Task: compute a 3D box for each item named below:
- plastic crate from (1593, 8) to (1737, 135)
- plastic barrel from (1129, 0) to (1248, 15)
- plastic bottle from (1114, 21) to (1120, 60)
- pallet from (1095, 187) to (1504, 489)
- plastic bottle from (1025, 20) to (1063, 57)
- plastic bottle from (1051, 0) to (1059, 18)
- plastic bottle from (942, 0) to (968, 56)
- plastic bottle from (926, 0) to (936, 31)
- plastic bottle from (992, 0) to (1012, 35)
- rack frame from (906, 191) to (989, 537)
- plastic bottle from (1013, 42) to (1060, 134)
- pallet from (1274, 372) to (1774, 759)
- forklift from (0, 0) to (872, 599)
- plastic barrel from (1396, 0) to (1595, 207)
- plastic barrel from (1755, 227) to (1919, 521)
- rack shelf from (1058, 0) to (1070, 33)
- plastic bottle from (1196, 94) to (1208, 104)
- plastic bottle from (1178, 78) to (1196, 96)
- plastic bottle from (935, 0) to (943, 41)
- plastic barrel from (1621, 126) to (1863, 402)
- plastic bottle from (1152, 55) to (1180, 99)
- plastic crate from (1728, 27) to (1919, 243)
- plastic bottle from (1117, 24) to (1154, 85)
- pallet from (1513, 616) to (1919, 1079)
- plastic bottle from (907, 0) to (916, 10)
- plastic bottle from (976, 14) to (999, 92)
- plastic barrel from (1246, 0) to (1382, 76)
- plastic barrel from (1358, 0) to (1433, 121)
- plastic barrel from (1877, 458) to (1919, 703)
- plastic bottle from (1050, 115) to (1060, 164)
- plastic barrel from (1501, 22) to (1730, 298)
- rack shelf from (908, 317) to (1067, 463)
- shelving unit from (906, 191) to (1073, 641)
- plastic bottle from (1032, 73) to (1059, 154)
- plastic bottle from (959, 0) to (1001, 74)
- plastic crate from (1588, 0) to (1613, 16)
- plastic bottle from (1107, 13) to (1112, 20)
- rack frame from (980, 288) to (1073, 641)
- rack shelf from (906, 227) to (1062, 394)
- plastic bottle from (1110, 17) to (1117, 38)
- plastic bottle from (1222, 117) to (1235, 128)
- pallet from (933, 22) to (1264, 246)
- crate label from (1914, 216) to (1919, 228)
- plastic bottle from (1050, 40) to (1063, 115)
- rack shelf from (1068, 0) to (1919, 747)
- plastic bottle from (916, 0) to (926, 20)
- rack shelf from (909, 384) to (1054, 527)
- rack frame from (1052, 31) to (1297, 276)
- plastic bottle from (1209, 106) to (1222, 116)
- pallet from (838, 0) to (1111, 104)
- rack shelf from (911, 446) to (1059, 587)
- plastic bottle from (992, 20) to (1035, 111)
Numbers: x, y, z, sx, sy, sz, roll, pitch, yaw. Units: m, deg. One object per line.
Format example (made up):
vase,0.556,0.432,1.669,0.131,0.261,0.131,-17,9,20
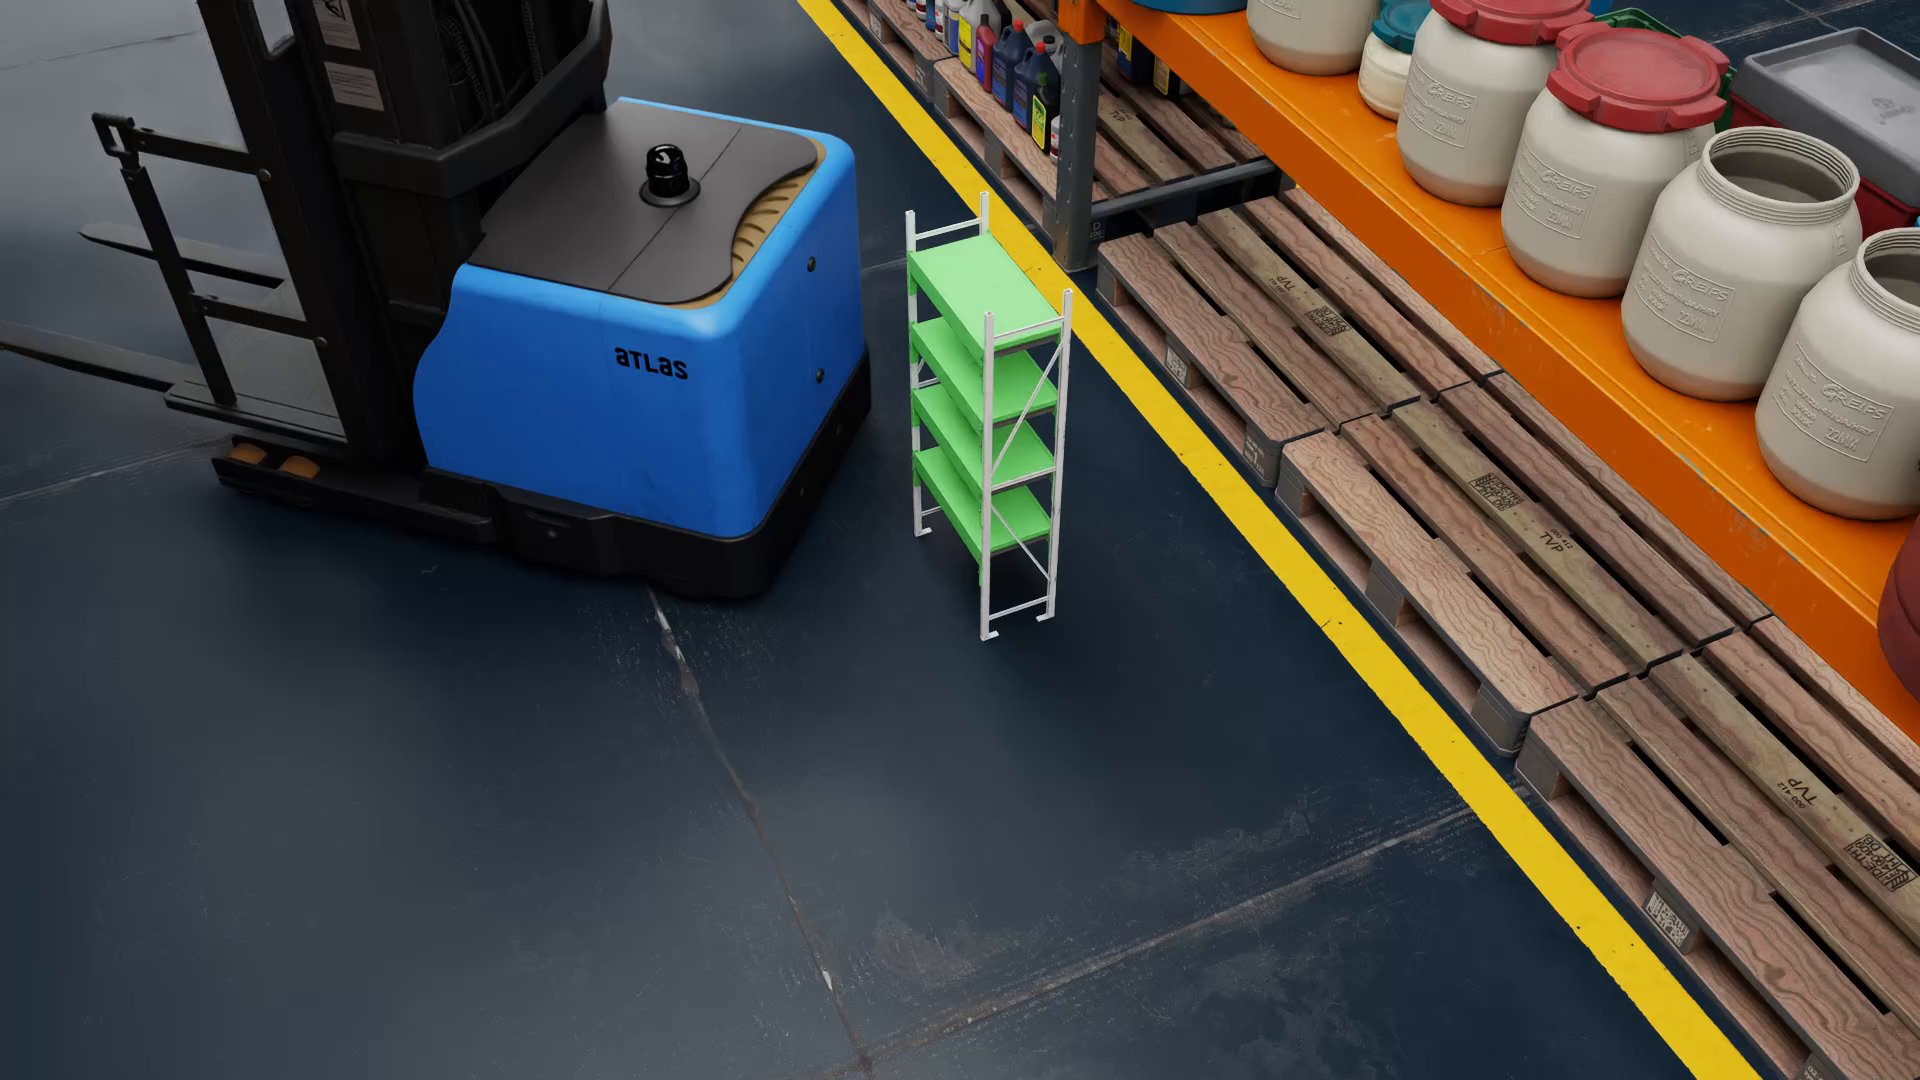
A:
plastic crate,1.819,-1.145,4.426,0.450,0.188,0.662,-18,47,-17
plastic barrel,0.718,-2.090,4.875,0.600,0.901,0.708,-18,47,-17
plastic bottle,0.697,-2.126,6.898,0.097,0.271,0.097,0,45,0
pallet,1.196,-0.765,5.875,1.003,0.211,1.213,-18,47,-17
plastic bottle,0.342,-1.941,6.708,0.152,0.276,0.135,-18,47,-17
plastic bottle,0.486,-2.402,7.175,0.152,0.276,0.135,-18,47,-17
plastic bottle,0.017,-2.192,6.962,0.152,0.276,0.135,-17,47,-17
plastic bottle,-0.100,-2.323,7.098,0.097,0.271,0.097,0,45,0
plastic bottle,0.164,-2.137,6.901,0.061,0.283,0.133,-18,47,-17
rack frame,-0.033,-0.477,4.879,0.240,1.200,0.015,-18,47,-17
plastic bottle,0.299,-1.786,6.497,0.144,0.351,0.185,-19,48,-18
pallet,1.713,0.013,5.086,1.003,0.211,1.213,-18,47,-17
forklift,-1.872,-1.486,4.669,3.031,2.935,1.130,13,46,13
plastic barrel,1.343,-1.153,4.186,0.433,0.535,0.433,0,45,0
plastic barrel,1.886,-0.330,3.369,0.421,0.512,0.421,0,45,0
rack shelf,-0.010,-3.265,6.936,1.077,0.370,4.000,-18,47,-17
plastic bottle,1.009,-1.870,6.688,0.097,0.201,0.097,0,45,0
plastic bottle,0.934,-1.965,6.731,0.152,0.276,0.135,-16,47,-16
plastic bottle,-0.057,-2.233,7.056,0.097,0.201,0.097,0,45,0
plastic barrel,1.709,-0.599,3.641,0.421,0.512,0.421,0,45,0
plastic bottle,0.837,-1.935,6.696,0.061,0.283,0.133,-18,47,-17
plastic crate,2.111,-0.841,3.921,0.402,0.464,0.583,-18,47,-17
plastic bottle,0.737,-2.055,6.770,0.144,0.351,0.185,-18,47,-17
pallet,2.222,0.790,4.300,1.003,0.211,1.213,-18,47,-17
plastic bottle,-0.185,-2.452,7.228,0.097,0.271,0.097,0,45,0
plastic bottle,0.112,-1.976,6.737,0.061,0.283,0.133,-15,47,-15
plastic barrel,1.034,-1.621,4.660,0.433,0.535,0.433,0,45,0
plastic barrel,1.248,-1.309,4.539,0.301,0.262,0.301,0,45,0
plastic barrel,2.043,0.047,2.969,0.600,0.536,0.708,-18,47,-17
plastic bottle,0.396,-1.547,6.361,0.097,0.201,0.097,0,45,0
plastic barrel,1.525,-0.878,3.907,0.433,0.535,0.433,0,45,0
rack shelf,0.070,-0.447,4.598,0.258,0.148,0.480,-18,47,-17
shelving unit,0.070,-0.322,4.722,0.258,1.200,0.503,-18,47,-17
plastic bottle,0.329,-1.646,6.403,0.061,0.283,0.133,-16,47,-15
plastic bottle,0.082,-2.114,6.830,0.144,0.351,0.185,-18,47,-18
plastic crate,1.577,-1.630,4.778,0.392,0.384,0.575,-18,47,-17
plastic bottle,0.691,-2.352,7.177,0.097,0.201,0.097,0,45,0
rack frame,0.172,-0.166,4.564,0.240,1.200,0.015,-18,47,-17
rack shelf,0.070,-0.618,4.429,0.258,0.148,0.480,-18,47,-17
plastic bottle,0.693,-2.272,7.047,0.097,0.271,0.097,0,45,0
plastic bottle,1.095,-1.765,6.532,0.097,0.271,0.097,0,45,0
pallet,0.586,-1.695,6.817,1.003,0.211,1.213,-18,47,-17
crate label,2.340,-0.424,3.518,0.502,0.435,0.616,-18,47,-17
plastic bottle,0.429,-1.828,6.540,0.144,0.351,0.185,-18,47,-17
rack shelf,1.672,-0.716,4.353,1.077,0.370,4.000,-18,47,-17
plastic bottle,-0.144,-2.364,7.189,0.097,0.201,0.097,0,45,0
rack shelf,0.070,-0.276,4.767,0.258,0.148,0.480,-18,47,-17
rack frame,0.831,-2.247,5.392,1.000,3.000,0.127,-18,47,-17
plastic bottle,1.052,-1.805,6.622,0.097,0.201,0.097,0,45,0
pallet,0.069,-2.473,7.606,1.003,0.211,1.213,-18,47,-17
rack shelf,0.070,-0.105,4.935,0.258,0.148,0.480,-18,47,-17
plastic bottle,0.218,-1.908,6.621,0.144,0.351,0.185,-20,48,-19
